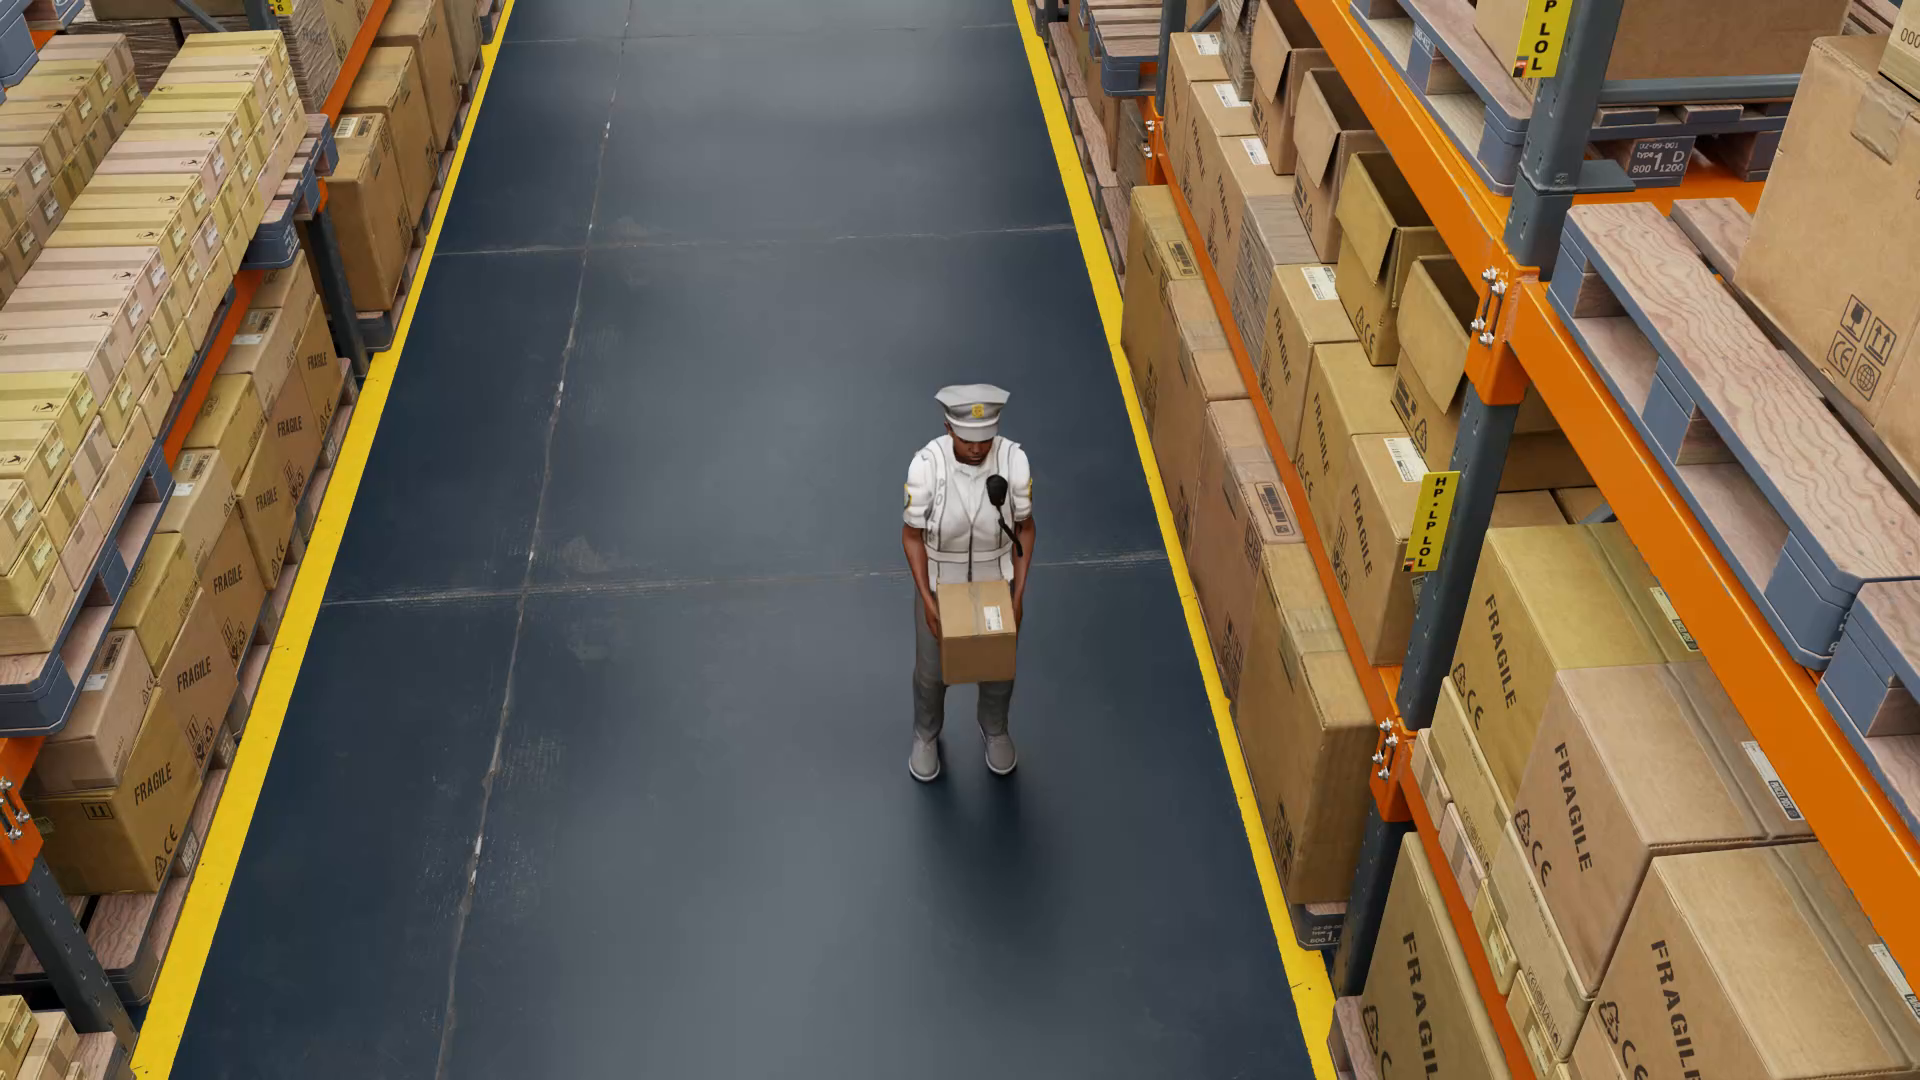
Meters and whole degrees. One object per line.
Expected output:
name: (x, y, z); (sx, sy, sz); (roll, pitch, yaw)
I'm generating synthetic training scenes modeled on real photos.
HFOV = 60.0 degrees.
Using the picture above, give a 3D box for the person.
person: (0.035, 0.174, 5.922); (0.475, 1.686, 0.442); (-4, 39, -5)
